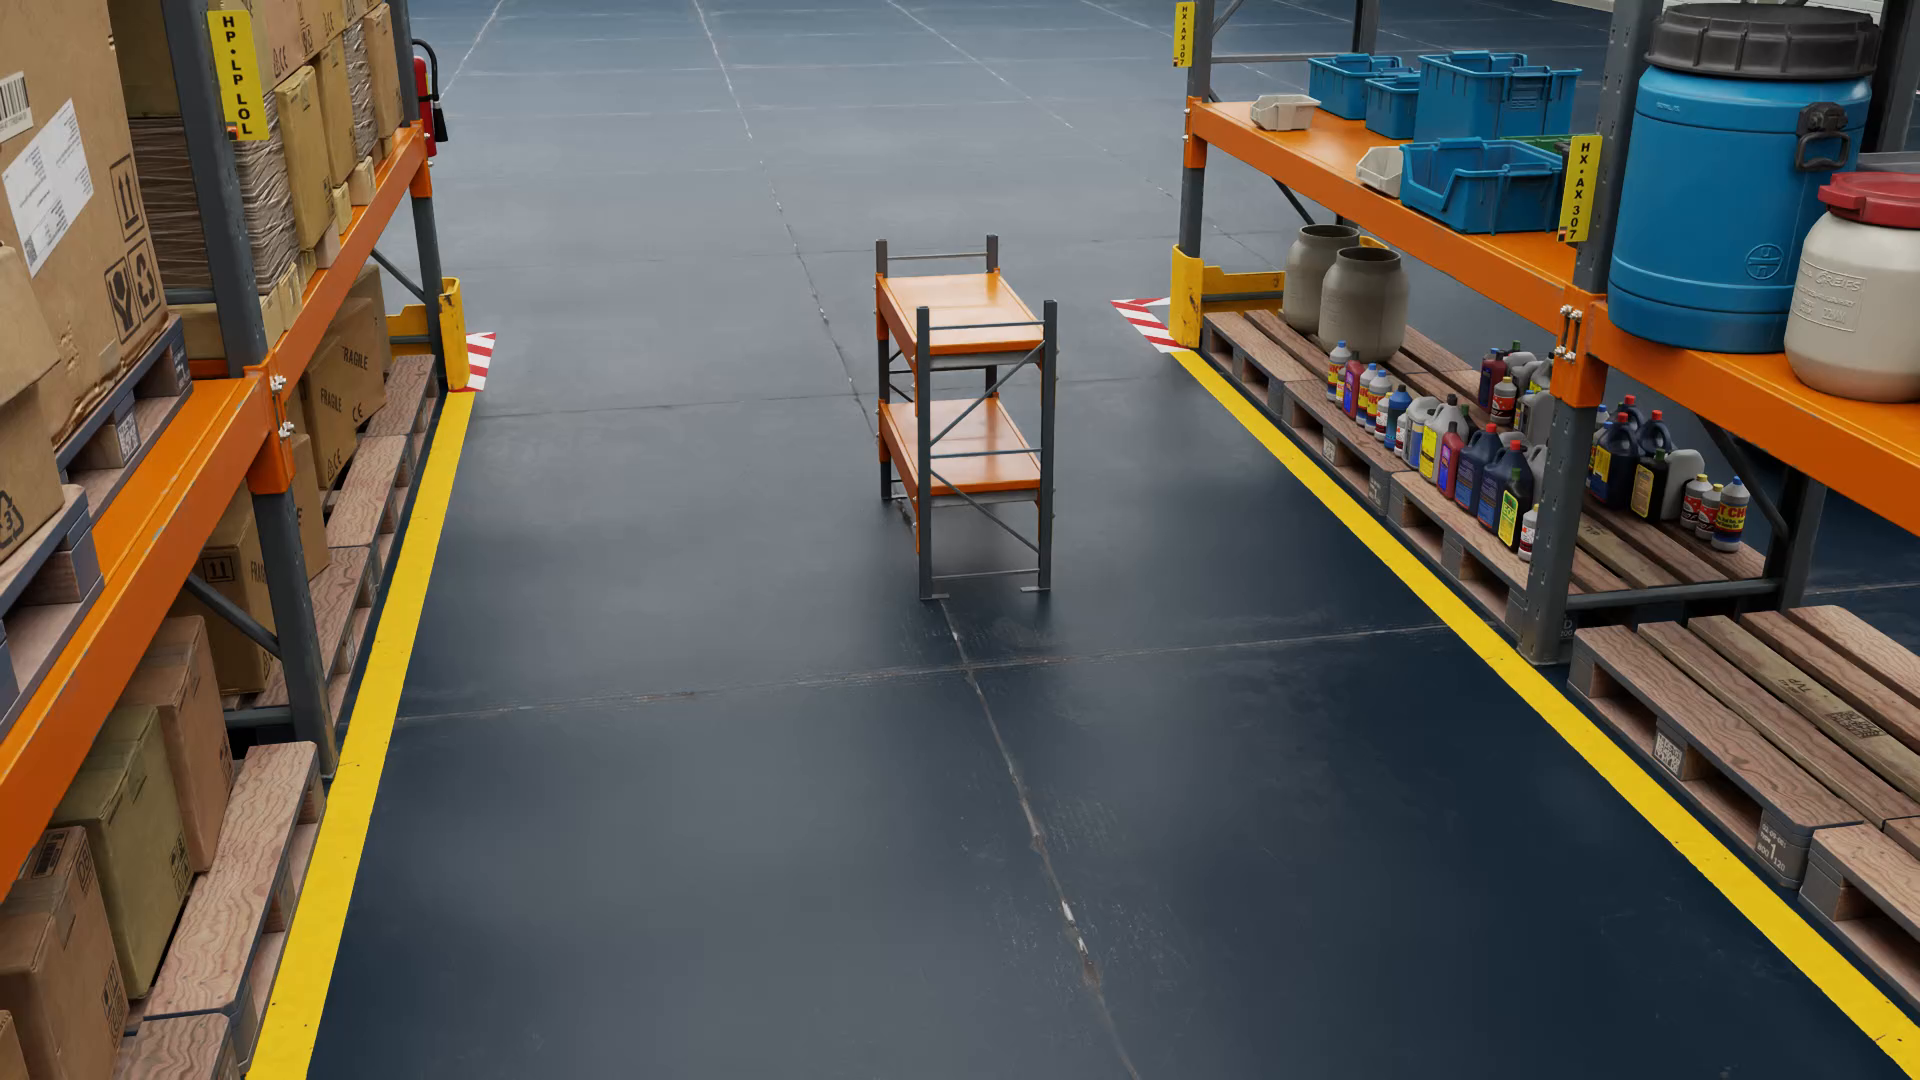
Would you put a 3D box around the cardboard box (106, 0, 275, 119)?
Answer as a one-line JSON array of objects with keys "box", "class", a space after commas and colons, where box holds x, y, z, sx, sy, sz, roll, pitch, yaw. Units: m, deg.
[{"box": [-2.244, -1.462, 4.605, 0.500, 0.500, 0.500, -4, 24, -10], "class": "cardboard box"}]

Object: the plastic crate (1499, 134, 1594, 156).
[{"box": [2.483, -1.450, 6.588, 0.450, 0.188, 0.662, -4, 24, -10], "class": "plastic crate"}]

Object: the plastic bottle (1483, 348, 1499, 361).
[{"box": [2.487, -0.795, 7.770, 0.097, 0.201, 0.097, 0, 24, 0], "class": "plastic bottle"}]

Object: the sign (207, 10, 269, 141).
[{"box": [-1.866, -1.199, 4.301, 0.100, 0.325, 0.005, -4, 24, -10], "class": "sign"}]

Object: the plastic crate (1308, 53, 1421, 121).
[{"box": [2.104, -2.323, 8.507, 0.499, 0.251, 0.616, -4, 24, -10], "class": "plastic crate"}]

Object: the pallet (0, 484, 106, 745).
[{"box": [-2.078, 0.260, 2.648, 1.003, 0.211, 1.213, -4, 24, -10], "class": "pallet"}]

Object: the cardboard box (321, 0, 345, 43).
[{"box": [-2.534, -2.051, 5.953, 0.500, 0.500, 0.500, -4, 24, -10], "class": "cardboard box"}]

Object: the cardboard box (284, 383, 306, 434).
[{"box": [-2.751, -0.296, 6.279, 0.500, 0.500, 0.500, -6, 24, -14], "class": "cardboard box"}]

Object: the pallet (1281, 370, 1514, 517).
[{"box": [2.144, -0.463, 7.546, 1.003, 0.211, 1.213, -4, 24, -10], "class": "pallet"}]

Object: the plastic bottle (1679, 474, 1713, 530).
[{"box": [2.791, -0.150, 6.292, 0.097, 0.201, 0.097, 0, 24, 0], "class": "plastic bottle"}]

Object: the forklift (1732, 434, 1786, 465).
[{"box": [5.038, -1.543, 6.620, 3.031, 2.935, 1.130, 15, 28, 31], "class": "forklift"}]

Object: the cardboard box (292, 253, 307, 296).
[{"box": [-2.262, -0.813, 5.179, 0.380, 0.149, 0.250, -4, 24, -10], "class": "cardboard box"}]

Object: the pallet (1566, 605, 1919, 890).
[{"box": [2.640, 0.591, 5.133, 1.003, 0.211, 1.213, -4, 24, -10], "class": "pallet"}]

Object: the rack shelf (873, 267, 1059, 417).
[{"box": [0.001, -0.781, 6.402, 0.538, 0.278, 1.000, -4, 24, -10], "class": "rack shelf"}]

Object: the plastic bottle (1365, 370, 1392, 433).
[{"box": [1.828, -0.607, 7.251, 0.097, 0.271, 0.097, 0, 24, 0], "class": "plastic bottle"}]

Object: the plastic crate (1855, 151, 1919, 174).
[{"box": [2.847, -0.854, 4.878, 0.402, 0.464, 0.583, -4, 24, -10], "class": "plastic crate"}]

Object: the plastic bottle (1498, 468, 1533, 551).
[{"box": [2.044, -0.114, 6.108, 0.061, 0.283, 0.133, -3, 24, -7], "class": "plastic bottle"}]

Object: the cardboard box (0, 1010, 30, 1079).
[{"box": [-2.042, 1.189, 2.852, 0.700, 0.500, 0.500, -2, 24, -5], "class": "cardboard box"}]

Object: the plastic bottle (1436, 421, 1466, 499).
[{"box": [1.948, -0.318, 6.574, 0.061, 0.283, 0.133, -3, 24, -6], "class": "plastic bottle"}]

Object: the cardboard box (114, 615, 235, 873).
[{"box": [-2.318, 0.561, 4.291, 0.700, 0.500, 0.500, -6, 24, -14], "class": "cardboard box"}]

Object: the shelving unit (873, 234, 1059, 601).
[{"box": [0.001, -0.513, 6.519, 0.538, 1.125, 1.048, -4, 24, -10], "class": "shelving unit"}]

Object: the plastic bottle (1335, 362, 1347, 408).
[{"box": [1.765, -0.708, 7.571, 0.097, 0.201, 0.097, 0, 24, 0], "class": "plastic bottle"}]

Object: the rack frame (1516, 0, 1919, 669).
[{"box": [2.457, -0.993, 5.275, 1.000, 3.000, 0.127, -4, 24, -10], "class": "rack frame"}]

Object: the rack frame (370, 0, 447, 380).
[{"box": [-3.151, -2.199, 8.038, 1.000, 3.000, 0.127, -4, 24, -10], "class": "rack frame"}]

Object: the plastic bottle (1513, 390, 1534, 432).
[{"box": [2.457, -0.549, 7.205, 0.097, 0.201, 0.097, 0, 24, 0], "class": "plastic bottle"}]

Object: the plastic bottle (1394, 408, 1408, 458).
[{"box": [1.884, -0.455, 6.991, 0.097, 0.201, 0.097, 0, 24, 0], "class": "plastic bottle"}]

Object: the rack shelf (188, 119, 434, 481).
[{"box": [-2.781, -1.083, 6.381, 1.077, 0.370, 4.000, -4, 24, -10], "class": "rack shelf"}]

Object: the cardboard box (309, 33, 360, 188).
[{"box": [-2.734, -1.578, 6.119, 0.875, 0.500, 0.500, -4, 24, -10], "class": "cardboard box"}]

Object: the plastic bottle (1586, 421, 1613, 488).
[{"box": [2.570, -0.340, 6.641, 0.097, 0.271, 0.097, 0, 24, 0], "class": "plastic bottle"}]

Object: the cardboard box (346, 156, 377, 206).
[{"box": [-2.514, -1.405, 6.534, 0.380, 0.149, 0.250, -4, 24, -10], "class": "cardboard box"}]

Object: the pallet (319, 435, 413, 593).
[{"box": [-2.799, -0.091, 6.694, 1.003, 0.211, 1.213, -4, 24, -10], "class": "pallet"}]

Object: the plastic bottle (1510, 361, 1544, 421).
[{"box": [2.533, -0.674, 7.398, 0.152, 0.276, 0.135, -5, 24, -11], "class": "plastic bottle"}]

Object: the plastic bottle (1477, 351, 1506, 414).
[{"box": [2.403, -0.724, 7.503, 0.061, 0.283, 0.133, -4, 24, -10], "class": "plastic bottle"}]

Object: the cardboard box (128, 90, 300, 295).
[{"box": [-2.433, -0.990, 4.772, 0.875, 0.500, 0.500, -4, 24, -10], "class": "cardboard box"}]

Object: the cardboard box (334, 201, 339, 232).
[{"box": [-2.410, -1.108, 5.852, 0.380, 0.149, 0.250, -4, 24, -10], "class": "cardboard box"}]

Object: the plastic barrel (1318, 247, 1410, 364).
[{"box": [2.006, -1.168, 8.260, 0.421, 0.512, 0.421, 0, 24, 0], "class": "plastic barrel"}]

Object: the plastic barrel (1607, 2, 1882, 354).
[{"box": [2.230, -1.048, 4.776, 0.600, 0.901, 0.708, -4, 24, -10], "class": "plastic barrel"}]

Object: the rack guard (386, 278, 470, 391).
[{"box": [-3.136, -1.024, 8.470, 1.175, 0.500, 0.348, -4, 24, -10], "class": "rack guard"}]

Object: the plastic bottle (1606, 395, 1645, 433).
[{"box": [2.680, -0.403, 6.685, 0.144, 0.351, 0.185, -5, 24, -12], "class": "plastic bottle"}]

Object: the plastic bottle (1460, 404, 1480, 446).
[{"box": [2.055, -0.402, 6.766, 0.061, 0.283, 0.133, -4, 24, -10], "class": "plastic bottle"}]

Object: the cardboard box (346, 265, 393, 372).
[{"box": [-3.052, -1.000, 7.889, 0.500, 0.500, 0.500, 0, 24, 0], "class": "cardboard box"}]
